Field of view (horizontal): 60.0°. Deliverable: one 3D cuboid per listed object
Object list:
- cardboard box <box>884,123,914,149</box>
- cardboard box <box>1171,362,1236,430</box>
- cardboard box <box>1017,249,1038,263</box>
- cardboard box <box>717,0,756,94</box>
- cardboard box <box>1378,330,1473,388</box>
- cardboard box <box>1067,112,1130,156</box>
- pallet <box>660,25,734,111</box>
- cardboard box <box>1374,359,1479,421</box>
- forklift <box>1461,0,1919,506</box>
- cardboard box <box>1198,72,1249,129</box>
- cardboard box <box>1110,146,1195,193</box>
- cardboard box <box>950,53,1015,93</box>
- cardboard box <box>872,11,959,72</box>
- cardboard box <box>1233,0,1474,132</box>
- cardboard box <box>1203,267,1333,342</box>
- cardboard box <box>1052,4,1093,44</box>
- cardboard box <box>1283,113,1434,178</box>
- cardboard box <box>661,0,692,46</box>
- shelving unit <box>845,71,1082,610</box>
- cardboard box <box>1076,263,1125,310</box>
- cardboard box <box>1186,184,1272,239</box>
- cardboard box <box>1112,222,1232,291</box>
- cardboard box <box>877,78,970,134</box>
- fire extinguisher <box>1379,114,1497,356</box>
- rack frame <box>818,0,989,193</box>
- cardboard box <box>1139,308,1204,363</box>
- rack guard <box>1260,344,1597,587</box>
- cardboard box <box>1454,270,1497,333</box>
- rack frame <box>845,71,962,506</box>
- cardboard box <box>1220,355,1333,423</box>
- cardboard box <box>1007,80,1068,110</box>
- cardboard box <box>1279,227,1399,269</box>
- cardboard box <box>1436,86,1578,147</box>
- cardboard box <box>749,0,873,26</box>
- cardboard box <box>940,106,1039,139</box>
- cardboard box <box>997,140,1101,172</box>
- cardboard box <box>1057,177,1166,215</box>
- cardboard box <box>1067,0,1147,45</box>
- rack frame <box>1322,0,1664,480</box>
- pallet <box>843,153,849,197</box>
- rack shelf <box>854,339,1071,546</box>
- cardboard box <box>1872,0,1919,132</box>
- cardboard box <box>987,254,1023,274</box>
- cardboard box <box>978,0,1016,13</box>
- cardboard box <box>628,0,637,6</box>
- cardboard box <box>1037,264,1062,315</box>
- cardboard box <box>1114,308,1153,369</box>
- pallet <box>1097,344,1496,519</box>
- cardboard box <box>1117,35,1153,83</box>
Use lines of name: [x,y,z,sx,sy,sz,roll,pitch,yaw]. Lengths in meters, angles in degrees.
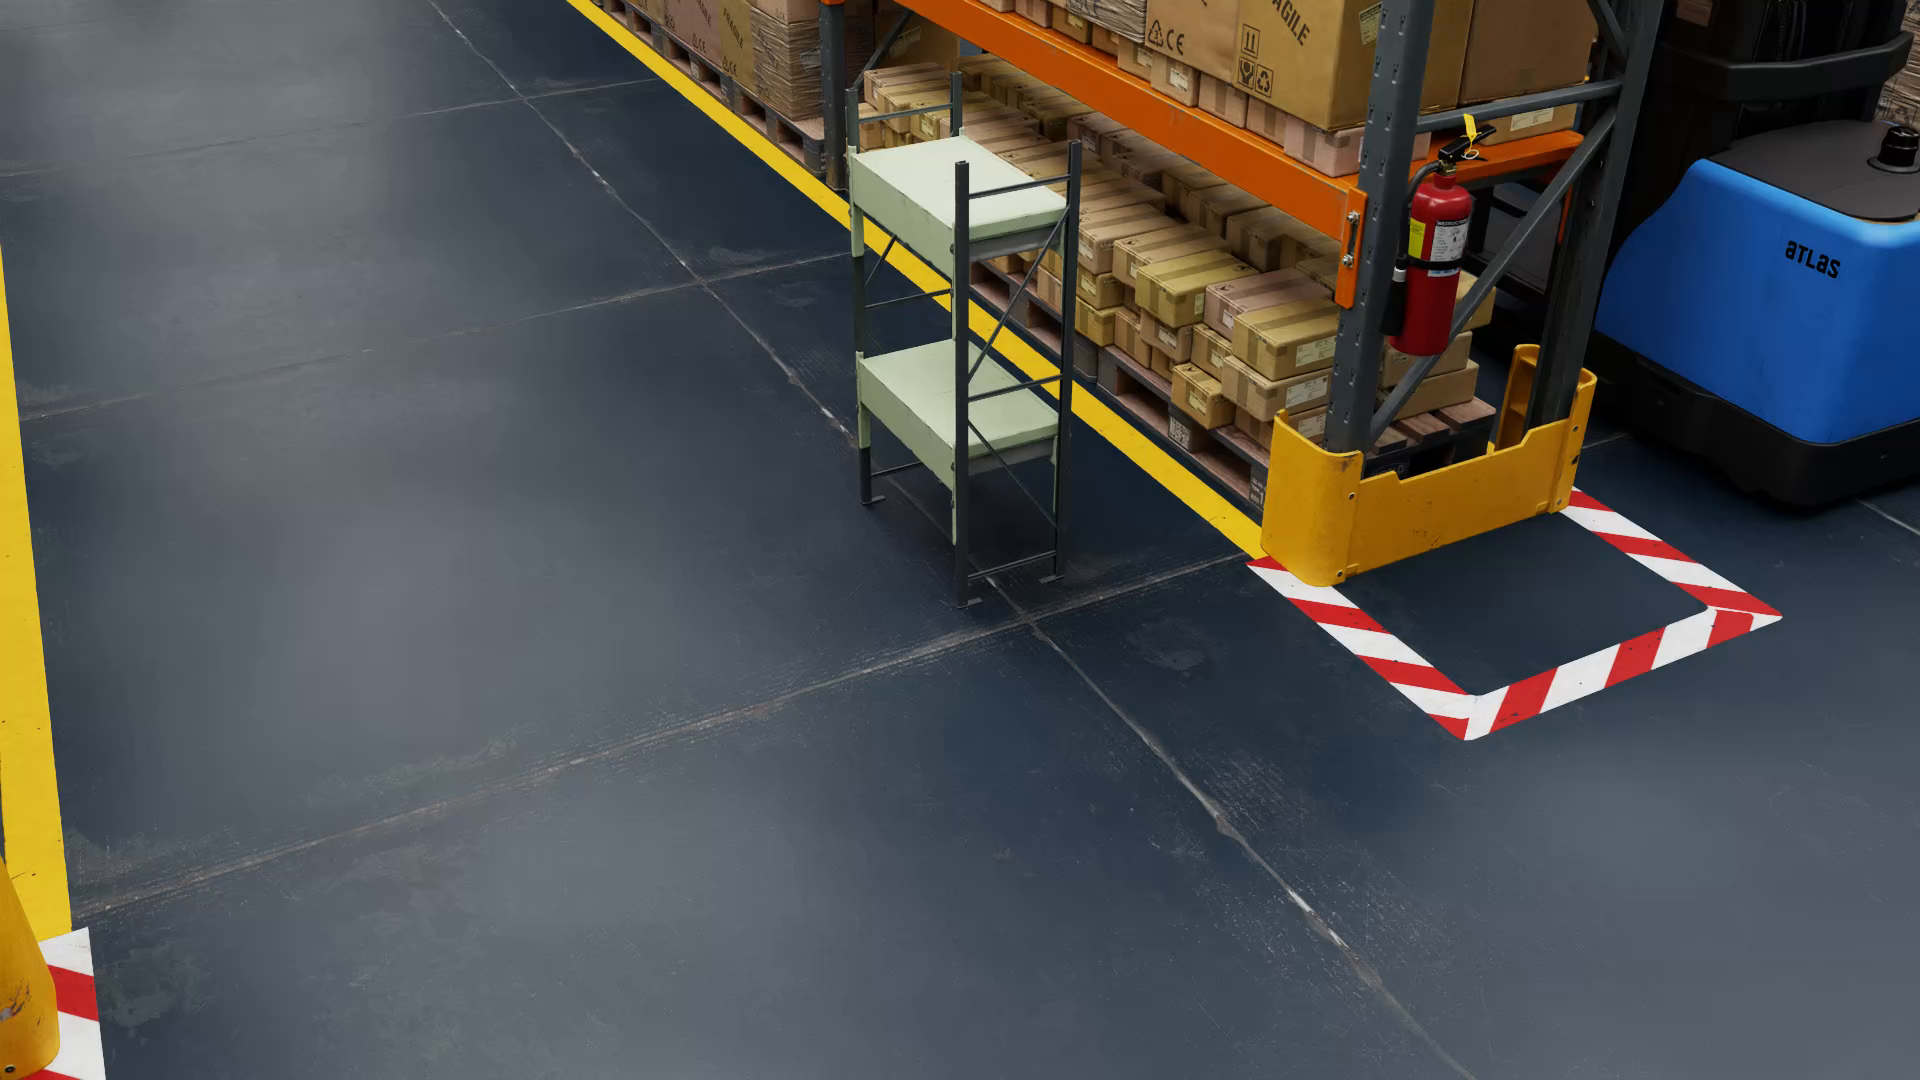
cardboard box: [-0.140,-1.945,7.983,0.380,0.149,0.250,-16,36,-23]
cardboard box: [1.002,-0.559,6.095,0.380,0.149,0.250,-15,35,-22]
cardboard box: [0.390,-1.311,6.993,0.380,0.149,0.250,-15,36,-23]
cardboard box: [-1.030,-2.854,9.353,0.500,0.500,0.500,-17,36,-24]
cardboard box: [1.625,-0.703,6.044,0.380,0.149,0.250,-14,35,-21]
cardboard box: [0.710,-1.839,7.543,0.380,0.149,0.250,-18,37,-25]
pallet: [-1.160,-2.975,10.198,1.003,0.211,1.213,-16,36,-23]
cardboard box: [1.681,-0.593,6.149,0.380,0.149,0.250,-15,36,-22]
forklift: [2.720,-2.131,6.360,1.130,2.935,3.031,-15,35,-21]
cardboard box: [1.027,-1.509,5.558,0.380,0.149,0.250,-16,36,-24]
cardboard box: [0.865,-1.568,7.118,0.380,0.149,0.250,-16,36,-23]
cardboard box: [0.173,-2.318,8.289,0.380,0.149,0.250,-15,36,-22]
cardboard box: [-0.333,-2.739,9.172,0.500,0.500,0.500,-14,35,-21]
cardboard box: [1.205,-1.603,5.104,0.500,0.500,0.500,-15,36,-22]
cardboard box: [1.104,-0.837,5.977,0.380,0.149,0.250,-15,36,-22]
cardboard box: [0.579,-2.024,6.362,0.380,0.149,0.250,-15,36,-22]
cardboard box: [1.240,-1.265,5.177,0.380,0.149,0.250,-16,36,-23]
cardboard box: [-1.503,-3.344,10.117,0.500,0.500,0.500,-17,36,-24]
shelving unit: [-0.003,-0.635,5.350,0.431,1.500,0.755,-16,36,-23]
cardboard box: [0.647,-1.060,6.601,0.380,0.149,0.250,-15,36,-22]
cardboard box: [1.149,-1.335,6.755,0.380,0.149,0.250,-14,35,-21]
cardboard box: [0.807,-1.068,6.338,0.380,0.149,0.250,-17,37,-25]
cardboard box: [-0.170,-2.059,7.886,0.380,0.149,0.250,-14,35,-21]
fire extinguisher: [1.351,-0.861,4.730,0.296,0.674,0.183,-16,36,-23]
rack frame: [-0.223,-3.195,7.957,1.000,3.000,0.127,-16,36,-23]
cardboard box: [0.899,-0.816,6.220,0.380,0.149,0.250,-17,37,-25]
rack guard: [1.606,-0.270,5.708,1.175,0.500,0.348,-16,36,-23]
cardboard box: [1.698,-0.849,5.996,0.380,0.149,0.250,-18,37,-25]
rack frame: [-0.174,-0.809,5.623,0.400,1.500,0.023,-16,36,-23]
cardboard box: [1.143,-0.568,5.834,0.380,0.149,0.250,-17,36,-24]
cardboard box: [0.450,-2.089,7.932,0.380,0.149,0.250,-16,36,-24]
cardboard box: [1.459,-1.103,6.392,0.380,0.149,0.250,-16,36,-23]
cardboard box: [1.781,-1.418,5.415,0.380,0.149,0.250,-16,36,-23]
cardboard box: [-0.794,-2.927,8.771,0.500,0.250,0.500,-17,36,-24]
cardboard box: [0.133,-1.832,7.531,0.380,0.149,0.250,-17,36,-24]
cardboard box: [0.380,-1.581,7.139,0.380,0.149,0.250,-17,37,-25]
cardboard box: [0.607,-1.336,6.756,0.380,0.149,0.250,-17,36,-25]
cardboard box: [0.724,-2.090,5.863,0.500,0.500,0.500,-16,36,-23]
rack frame: [1.642,-1.286,4.977,1.000,3.000,0.127,-16,36,-23]
pallet: [0.121,-1.710,8.223,1.003,0.211,1.213,-16,36,-23]
rack shelf: [-0.003,-0.360,5.526,0.431,0.370,0.720,-16,36,-23]
cardboard box: [5.283,-2.487,8.432,0.875,0.875,0.875,-16,36,-23]
cardboard box: [0.303,-1.308,7.265,0.380,0.149,0.250,-17,36,-24]
cardboard box: [0.276,-2.256,6.723,0.380,0.149,0.250,-14,35,-21]
cardboard box: [-1.984,-3.827,10.870,0.500,0.500,0.500,-17,37,-25]
cardboard box: [0.545,-1.063,6.881,0.380,0.149,0.250,-15,36,-22]
cardboard box: [0.829,-0.821,6.504,0.380,0.149,0.250,-15,36,-23]
pallet: [1.259,-0.545,6.405,1.003,0.211,1.213,-16,36,-23]
cardboard box: [0.790,-1.758,5.947,0.380,0.149,0.250,-18,37,-25]
